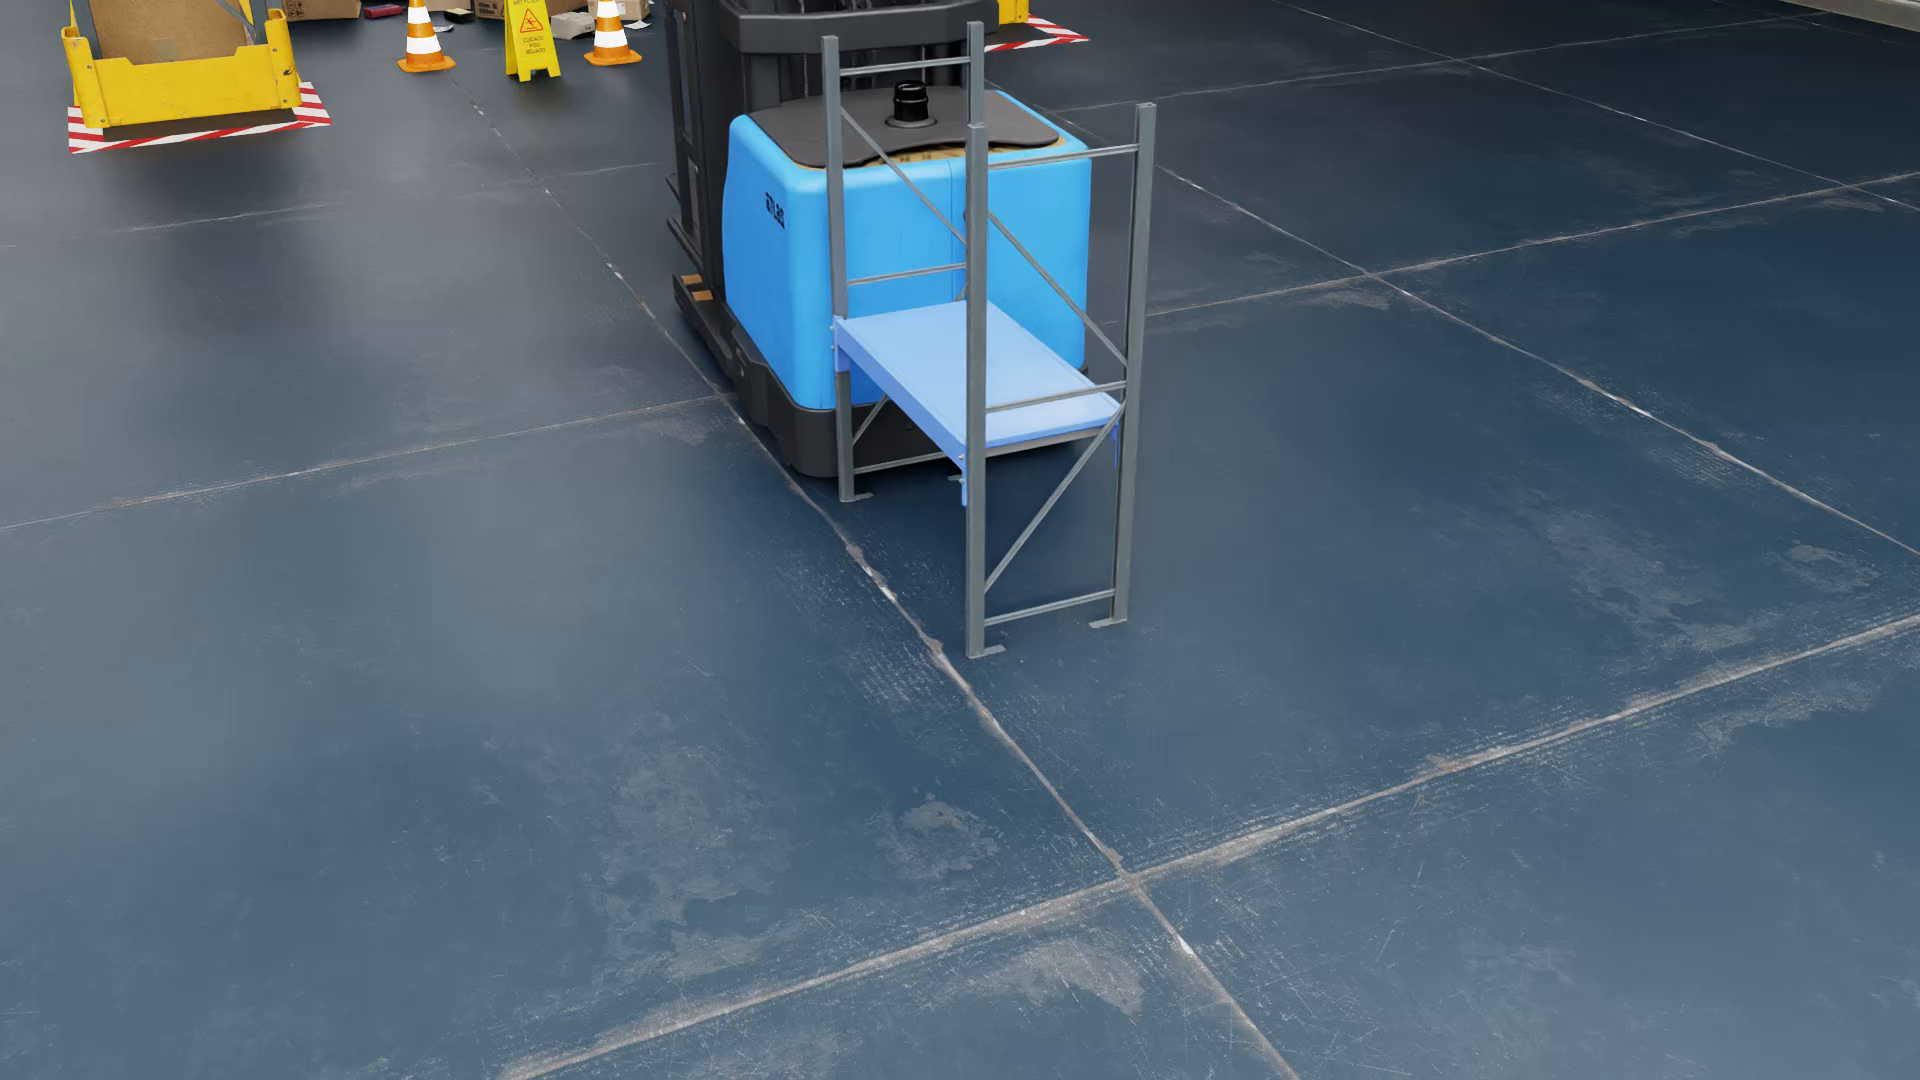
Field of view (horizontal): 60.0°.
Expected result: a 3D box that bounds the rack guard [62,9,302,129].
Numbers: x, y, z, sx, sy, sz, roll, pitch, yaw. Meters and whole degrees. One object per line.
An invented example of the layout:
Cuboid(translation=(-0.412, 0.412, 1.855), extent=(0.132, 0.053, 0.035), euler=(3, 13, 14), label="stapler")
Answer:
Cuboid(translation=(-4.476, -2.731, 9.609), extent=(1.175, 0.500, 0.348), euler=(-13, 32, -22), label="rack guard")

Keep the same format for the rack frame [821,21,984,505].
Cuboid(translation=(-0.163, -0.827, 5.191), extent=(0.500, 1.500, 0.032), euler=(-12, 32, -21), label="rack frame")

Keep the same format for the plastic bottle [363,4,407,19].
Cuboid(translation=(-4.146, -3.821, 12.001), extent=(0.133, 0.061, 0.283), euler=(26, 38, 38), label="plastic bottle")

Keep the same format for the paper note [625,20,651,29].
Cuboid(translation=(-2.263, -3.621, 11.675), extent=(0.142, 0.019, 0.148), euler=(26, 38, 38), label="paper note")

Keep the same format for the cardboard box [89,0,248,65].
Cuboid(translation=(-4.837, -3.374, 9.943), extent=(0.875, 0.875, 0.875), euler=(-13, 32, -22), label="cardboard box")

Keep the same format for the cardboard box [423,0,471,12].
Cuboid(translation=(-3.803, -4.034, 12.172), extent=(0.396, 0.266, 0.258), euler=(-8, 30, -13), label="cardboard box")

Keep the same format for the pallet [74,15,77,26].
Cuboid(translation=(-5.420, -3.491, 11.259), extent=(1.003, 0.211, 1.213), euler=(-13, 32, -22), label="pallet")

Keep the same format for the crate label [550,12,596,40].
Cuboid(translation=(-2.659, -3.537, 11.418), extent=(0.298, 0.136, 0.250), euler=(19, 34, 30), label="crate label")

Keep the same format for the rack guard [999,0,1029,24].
Cuboid(translation=(-0.092, -3.859, 11.621), extent=(1.175, 0.500, 0.348), euler=(-13, 32, -22), label="rack guard")

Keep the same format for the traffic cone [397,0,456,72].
Cuboid(translation=(-3.432, -3.258, 10.587), extent=(0.336, 0.463, 0.334), euler=(-13, 32, -22), label="traffic cone")

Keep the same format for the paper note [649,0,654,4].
Cuboid(translation=(-2.307, -4.010, 12.391), extent=(0.032, 0.001, 0.123), euler=(-13, 32, -22), label="paper note")

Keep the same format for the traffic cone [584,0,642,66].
Cuboid(translation=(-2.266, -3.345, 10.743), extent=(0.336, 0.463, 0.334), euler=(-13, 32, -22), label="traffic cone")

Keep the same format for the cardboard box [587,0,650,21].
Cuboid(translation=(-2.446, -3.827, 11.923), extent=(0.380, 0.149, 0.250), euler=(2, 29, 4), label="cardboard box")

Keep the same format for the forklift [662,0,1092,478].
Cuboid(translation=(-0.550, -2.189, 6.156), extent=(1.130, 2.935, 3.031), euler=(-10, 31, -18), label="forklift")

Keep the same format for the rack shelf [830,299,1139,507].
Cuboid(translation=(0.043, -0.443, 4.874), extent=(0.538, 0.185, 1.000), euler=(-12, 32, -21), label="rack shelf")

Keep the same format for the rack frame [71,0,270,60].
Cuboid(translation=(-4.487, -3.832, 9.017), extent=(1.000, 3.000, 0.127), euler=(-13, 32, -22), label="rack frame")

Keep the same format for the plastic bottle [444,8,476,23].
Cuboid(translation=(-3.593, -3.751, 11.877), extent=(0.283, 0.061, 0.133), euler=(26, 38, 38), label="plastic bottle")

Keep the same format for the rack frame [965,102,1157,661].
Cuboid(translation=(0.250, -0.372, 4.381), extent=(0.500, 1.500, 0.032), euler=(-12, 32, -21), label="rack frame")

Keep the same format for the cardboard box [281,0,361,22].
Cuboid(translation=(-4.611, -4.039, 11.940), extent=(0.500, 0.500, 0.500), euler=(-8, 30, -13), label="cardboard box")

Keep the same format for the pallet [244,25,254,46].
Cuboid(translation=(-4.901, -2.952, 10.299), extent=(1.003, 0.211, 1.213), euler=(-13, 32, -22), label="pallet")

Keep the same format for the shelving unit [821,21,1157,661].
Cuboid(translation=(0.043, -0.600, 4.786), extent=(0.538, 1.500, 1.048), euler=(-12, 32, -21), label="shelving unit")

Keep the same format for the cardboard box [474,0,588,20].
Cuboid(translation=(-3.100, -4.071, 11.996), extent=(0.637, 0.503, 0.797), euler=(13, 32, 21), label="cardboard box")

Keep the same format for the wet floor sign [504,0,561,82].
Cuboid(translation=(-2.686, -3.208, 10.311), extent=(0.267, 0.644, 0.232), euler=(-19, 35, -30), label="wet floor sign")

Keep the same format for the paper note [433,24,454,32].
Cuboid(translation=(-3.609, -3.567, 11.582), extent=(0.144, 0.017, 0.142), euler=(-3, 29, -5), label="paper note")
